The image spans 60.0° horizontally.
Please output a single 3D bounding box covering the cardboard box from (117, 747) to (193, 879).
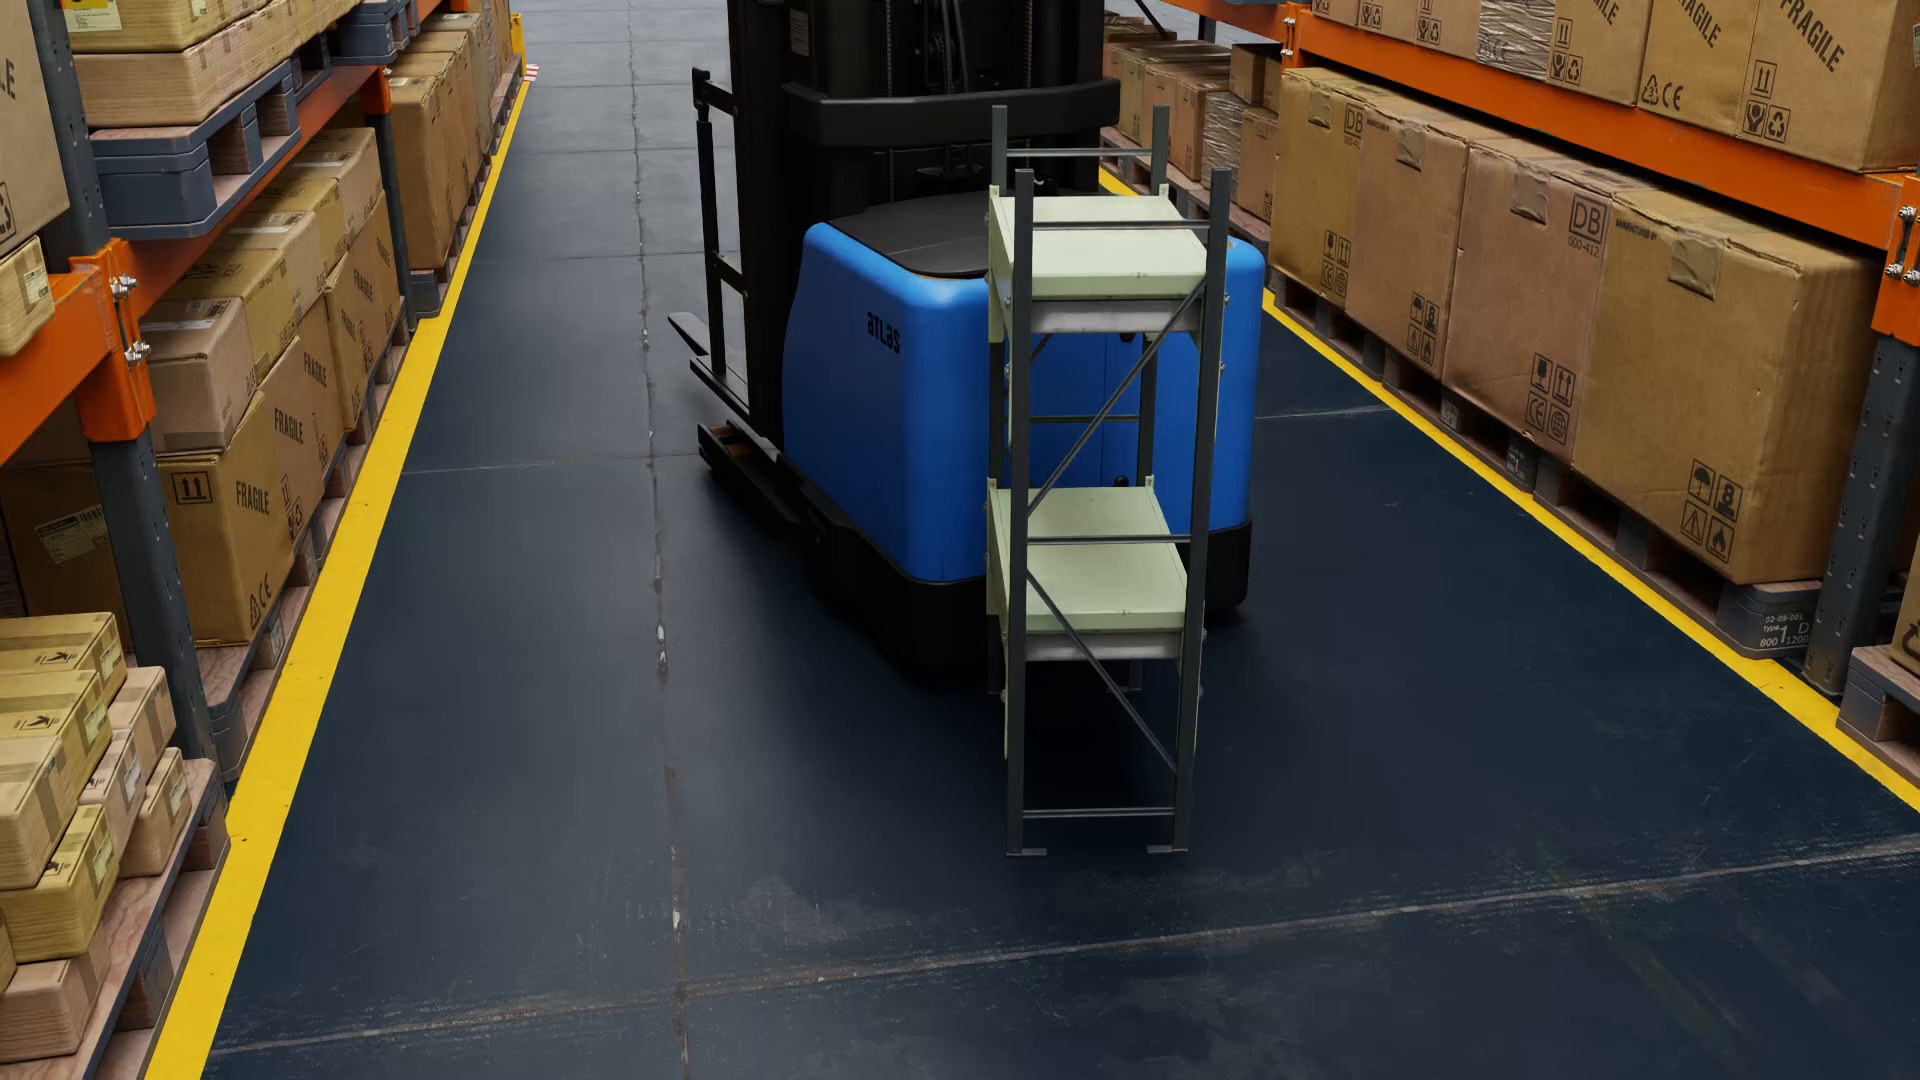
[{"bbox_3d":[-1.757,0.549,3.282,0.380,0.149,0.250,-4,24,-9],"label":"cardboard box"}]

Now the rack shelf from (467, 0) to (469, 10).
[{"bbox_3d":[-4.013,-4.298,12.241,1.077,0.370,4.000,-4,24,-10],"label":"rack shelf"}]

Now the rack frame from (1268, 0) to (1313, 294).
[{"bbox_3d":[1.989,-2.595,7.443,1.000,3.000,0.127,-4,24,-10],"label":"rack frame"}]

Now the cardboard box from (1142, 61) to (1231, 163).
[{"bbox_3d":[1.516,-2.572,9.965,0.700,0.500,0.500,-6,24,-14],"label":"cardboard box"}]

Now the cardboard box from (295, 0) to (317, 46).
[{"bbox_3d":[-2.032,-1.474,4.665,0.380,0.149,0.250,-5,24,-11],"label":"cardboard box"}]

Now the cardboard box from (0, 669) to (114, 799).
[{"bbox_3d":[-1.756,0.366,2.959,0.380,0.149,0.250,-4,24,-9],"label":"cardboard box"}]

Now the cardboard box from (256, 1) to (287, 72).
[{"bbox_3d":[-1.930,-1.266,4.191,0.380,0.149,0.250,-4,24,-9],"label":"cardboard box"}]

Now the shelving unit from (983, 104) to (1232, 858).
[{"bbox_3d":[0.287,-0.143,3.704,0.431,1.500,0.755,-1,24,-2],"label":"shelving unit"}]

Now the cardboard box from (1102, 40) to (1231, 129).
[{"bbox_3d":[1.342,-2.981,10.901,0.700,0.500,0.500,-6,24,-14],"label":"cardboard box"}]

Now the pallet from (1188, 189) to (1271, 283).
[{"bbox_3d":[1.846,-1.624,8.705,1.003,0.211,1.213,-4,24,-10],"label":"pallet"}]

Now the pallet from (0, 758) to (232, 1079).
[{"bbox_3d":[-2.005,0.845,3.051,1.003,0.211,1.213,-4,24,-10],"label":"pallet"}]

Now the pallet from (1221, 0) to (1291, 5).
[{"bbox_3d":[1.753,-2.779,8.105,1.213,0.211,1.003,-4,24,-10],"label":"pallet"}]

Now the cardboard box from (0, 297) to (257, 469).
[{"bbox_3d":[-2.041,-0.395,4.068,0.500,0.250,0.500,-5,24,-12],"label":"cardboard box"}]

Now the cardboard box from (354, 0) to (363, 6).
[{"bbox_3d":[-2.226,-1.887,5.613,0.380,0.149,0.250,-5,24,-10],"label":"cardboard box"}]

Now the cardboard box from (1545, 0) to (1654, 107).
[{"bbox_3d":[2.186,-1.631,5.112,0.500,0.500,0.500,-5,24,-10],"label":"cardboard box"}]

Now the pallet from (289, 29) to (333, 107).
[{"bbox_3d":[-2.498,-1.404,4.956,1.003,0.211,1.213,-4,24,-10],"label":"pallet"}]

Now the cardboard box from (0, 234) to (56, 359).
[{"bbox_3d":[-1.727,-0.391,2.711,0.380,0.149,0.250,-5,24,-11],"label":"cardboard box"}]

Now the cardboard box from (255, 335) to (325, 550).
[{"bbox_3d":[-2.140,-0.259,4.694,0.500,0.500,0.500,-3,24,-7],"label":"cardboard box"}]

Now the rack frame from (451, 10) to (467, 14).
[{"bbox_3d":[-3.643,-3.841,10.296,1.000,3.000,0.127,-4,24,-10],"label":"rack frame"}]

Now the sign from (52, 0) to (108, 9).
[{"bbox_3d":[-1.632,-1.134,3.017,0.100,0.325,0.005,-4,24,-10],"label":"sign"}]

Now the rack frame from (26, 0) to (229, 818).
[{"bbox_3d":[-2.164,-0.694,3.091,1.000,3.000,0.127,-4,24,-10],"label":"rack frame"}]

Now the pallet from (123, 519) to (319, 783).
[{"bbox_3d":[-2.310,0.278,4.350,1.003,0.211,1.213,-4,24,-10],"label":"pallet"}]

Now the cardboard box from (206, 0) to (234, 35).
[{"bbox_3d":[-1.835,-1.198,3.664,0.380,0.149,0.250,-5,24,-11],"label":"cardboard box"}]

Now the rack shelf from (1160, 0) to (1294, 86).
[{"bbox_3d":[1.619,-3.052,9.388,1.077,0.370,4.000,-4,24,-10],"label":"rack shelf"}]

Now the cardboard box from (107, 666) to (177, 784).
[{"bbox_3d":[-1.793,0.384,3.289,0.380,0.149,0.250,-4,24,-9],"label":"cardboard box"}]

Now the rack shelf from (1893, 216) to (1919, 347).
[{"bbox_3d":[3.099,0.095,2.184,1.077,0.370,4.000,-4,24,-10],"label":"rack shelf"}]

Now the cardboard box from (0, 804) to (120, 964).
[{"bbox_3d":[-1.664,0.594,2.809,0.380,0.149,0.250,-5,24,-12],"label":"cardboard box"}]

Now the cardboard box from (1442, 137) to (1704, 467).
[{"bbox_3d":[2.425,-0.842,5.560,1.225,0.875,0.875,-5,24,-12],"label":"cardboard box"}]

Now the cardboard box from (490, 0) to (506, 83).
[{"bbox_3d":[-4.028,-4.025,12.848,0.875,0.875,0.875,-5,24,-11],"label":"cardboard box"}]

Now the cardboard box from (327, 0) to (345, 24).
[{"bbox_3d":[-2.129,-1.680,5.138,0.380,0.149,0.250,-4,24,-8],"label":"cardboard box"}]

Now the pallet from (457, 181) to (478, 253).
[{"bbox_3d":[-3.198,-1.784,9.071,1.003,0.211,1.213,-4,24,-10],"label":"pallet"}]

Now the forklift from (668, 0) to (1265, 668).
[{"bbox_3d":[-0.259,-1.570,5.182,1.130,2.935,3.031,-10,26,-22],"label":"forklift"}]

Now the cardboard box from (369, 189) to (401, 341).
[{"bbox_3d":[-2.525,-1.075,6.562,0.500,0.500,0.500,-4,24,-10],"label":"cardboard box"}]

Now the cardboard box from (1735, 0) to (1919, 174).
[{"bbox_3d":[2.374,-1.231,4.196,0.500,0.500,0.500,-4,24,-10],"label":"cardboard box"}]

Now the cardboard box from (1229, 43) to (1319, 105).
[{"bbox_3d":[1.728,-2.464,8.780,0.500,0.250,0.500,-2,24,-4],"label":"cardboard box"}]

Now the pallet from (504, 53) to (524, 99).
[{"bbox_3d":[-4.158,-3.827,13.750,1.003,0.211,1.213,-4,24,-10],"label":"pallet"}]

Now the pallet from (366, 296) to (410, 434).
[{"bbox_3d":[-2.761,-0.682,6.548,1.003,0.211,1.213,-4,24,-10],"label":"pallet"}]

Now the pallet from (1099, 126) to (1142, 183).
[{"bbox_3d":[1.395,-2.584,10.903,1.003,0.211,1.213,-4,24,-10],"label":"pallet"}]

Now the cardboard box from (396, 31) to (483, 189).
[{"bbox_3d":[-3.266,-2.385,9.249,1.050,0.750,0.750,-4,24,-10],"label":"cardboard box"}]

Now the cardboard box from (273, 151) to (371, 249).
[{"bbox_3d":[-2.416,-1.211,5.936,0.500,0.250,0.500,-4,24,-9],"label":"cardboard box"}]

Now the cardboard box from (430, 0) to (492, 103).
[{"bbox_3d":[-3.691,-3.312,11.216,0.875,0.875,0.875,-4,24,-9],"label":"cardboard box"}]

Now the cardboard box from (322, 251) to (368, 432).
[{"bbox_3d":[-2.319,-0.664,5.620,0.500,0.500,0.500,-5,24,-12],"label":"cardboard box"}]

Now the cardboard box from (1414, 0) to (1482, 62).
[{"bbox_3d":[2.008,-2.025,6.015,0.500,0.500,0.500,-5,24,-11],"label":"cardboard box"}]

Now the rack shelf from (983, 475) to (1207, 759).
[{"bbox_3d":[0.287,0.155,3.835,0.431,0.370,0.720,-1,24,-2],"label":"rack shelf"}]

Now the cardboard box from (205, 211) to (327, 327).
[{"bbox_3d":[-2.232,-0.805,5.007,0.500,0.250,0.500,-3,24,-8],"label":"cardboard box"}]

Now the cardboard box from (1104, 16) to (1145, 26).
[{"bbox_3d":[1.102,-3.600,12.344,0.500,0.500,0.500,3,24,7],"label":"cardboard box"}]

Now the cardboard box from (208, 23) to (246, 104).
[{"bbox_3d":[-1.842,-1.069,3.739,0.380,0.149,0.250,-4,24,-9],"label":"cardboard box"}]

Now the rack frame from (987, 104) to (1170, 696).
[{"bbox_3d":[0.271,-0.290,4.039,0.400,1.500,0.023,-1,24,-2],"label":"rack frame"}]

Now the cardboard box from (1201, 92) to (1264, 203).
[{"bbox_3d":[1.731,-2.130,8.953,0.700,0.500,0.500,-6,24,-14],"label":"cardboard box"}]

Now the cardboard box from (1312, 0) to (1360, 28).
[{"bbox_3d":[1.812,-2.429,6.939,0.500,0.500,0.500,-4,24,-8],"label":"cardboard box"}]

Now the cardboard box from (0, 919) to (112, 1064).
[{"bbox_3d":[-1.679,0.757,2.807,0.380,0.149,0.250,-5,24,-12],"label":"cardboard box"}]

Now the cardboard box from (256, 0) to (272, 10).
[{"bbox_3d":[-1.932,-1.402,4.130,0.380,0.149,0.250,-5,24,-12],"label":"cardboard box"}]

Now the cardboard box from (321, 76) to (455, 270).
[{"bbox_3d":[-2.928,-1.675,7.624,1.050,0.750,0.750,-5,24,-10],"label":"cardboard box"}]

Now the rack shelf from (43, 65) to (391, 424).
[{"bbox_3d":[-2.534,-1.151,5.037,1.077,0.370,4.000,-4,24,-10],"label":"rack shelf"}]

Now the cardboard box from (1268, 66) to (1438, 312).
[{"bbox_3d":[2.096,-1.541,7.159,1.225,0.875,0.875,-5,24,-12],"label":"cardboard box"}]

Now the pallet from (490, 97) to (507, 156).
[{"bbox_3d":[-3.707,-2.868,11.552,1.003,0.211,1.213,-4,24,-10],"label":"pallet"}]

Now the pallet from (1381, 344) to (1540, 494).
[{"bbox_3d":[2.283,-0.522,6.182,1.003,0.211,1.213,-4,24,-10],"label":"pallet"}]
